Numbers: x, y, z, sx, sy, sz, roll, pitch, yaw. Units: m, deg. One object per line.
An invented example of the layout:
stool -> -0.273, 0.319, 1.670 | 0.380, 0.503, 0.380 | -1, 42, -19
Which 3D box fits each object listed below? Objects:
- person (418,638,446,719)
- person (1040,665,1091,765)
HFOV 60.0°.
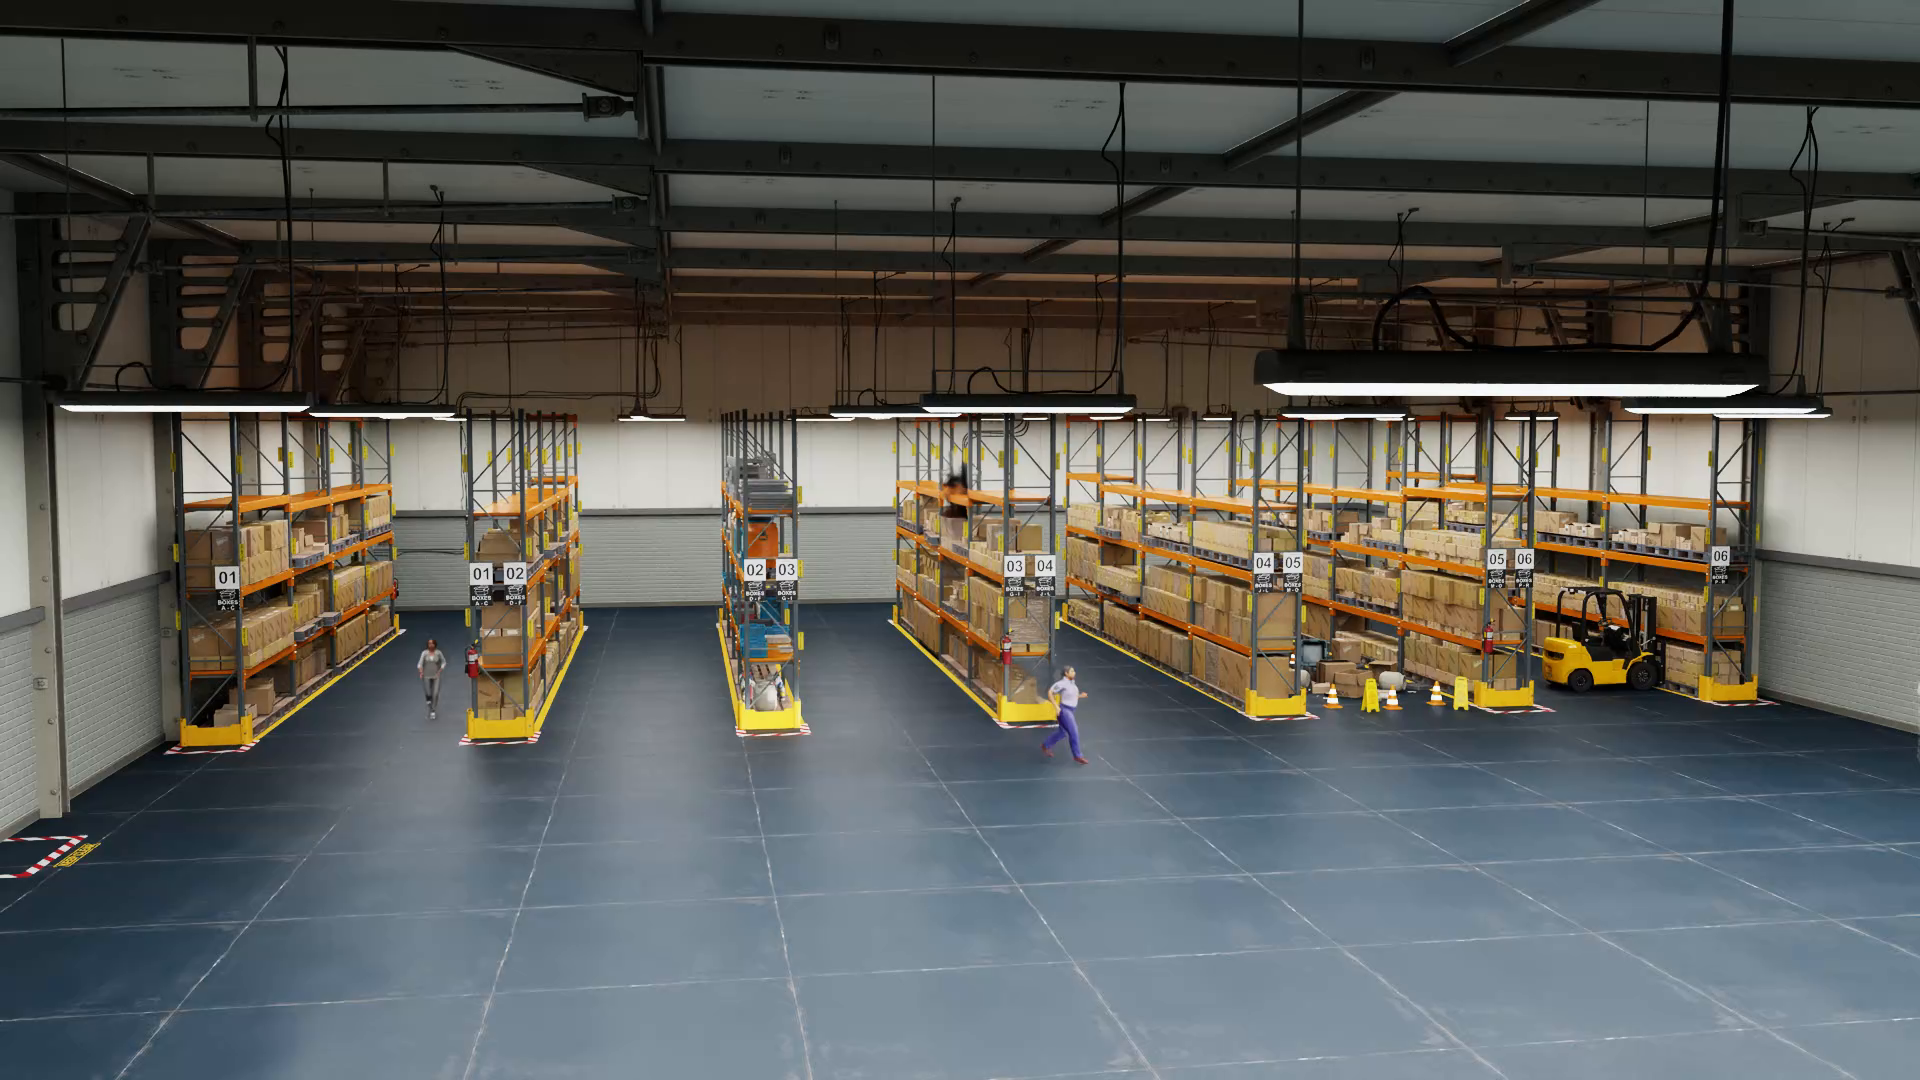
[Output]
person -> -10.302, 2.689, 32.466 | 0.538, 1.557, 0.549 | -1, 4, -17
person -> 1.769, 2.926, 28.011 | 0.937, 1.646, 0.599 | 2, 4, 21
